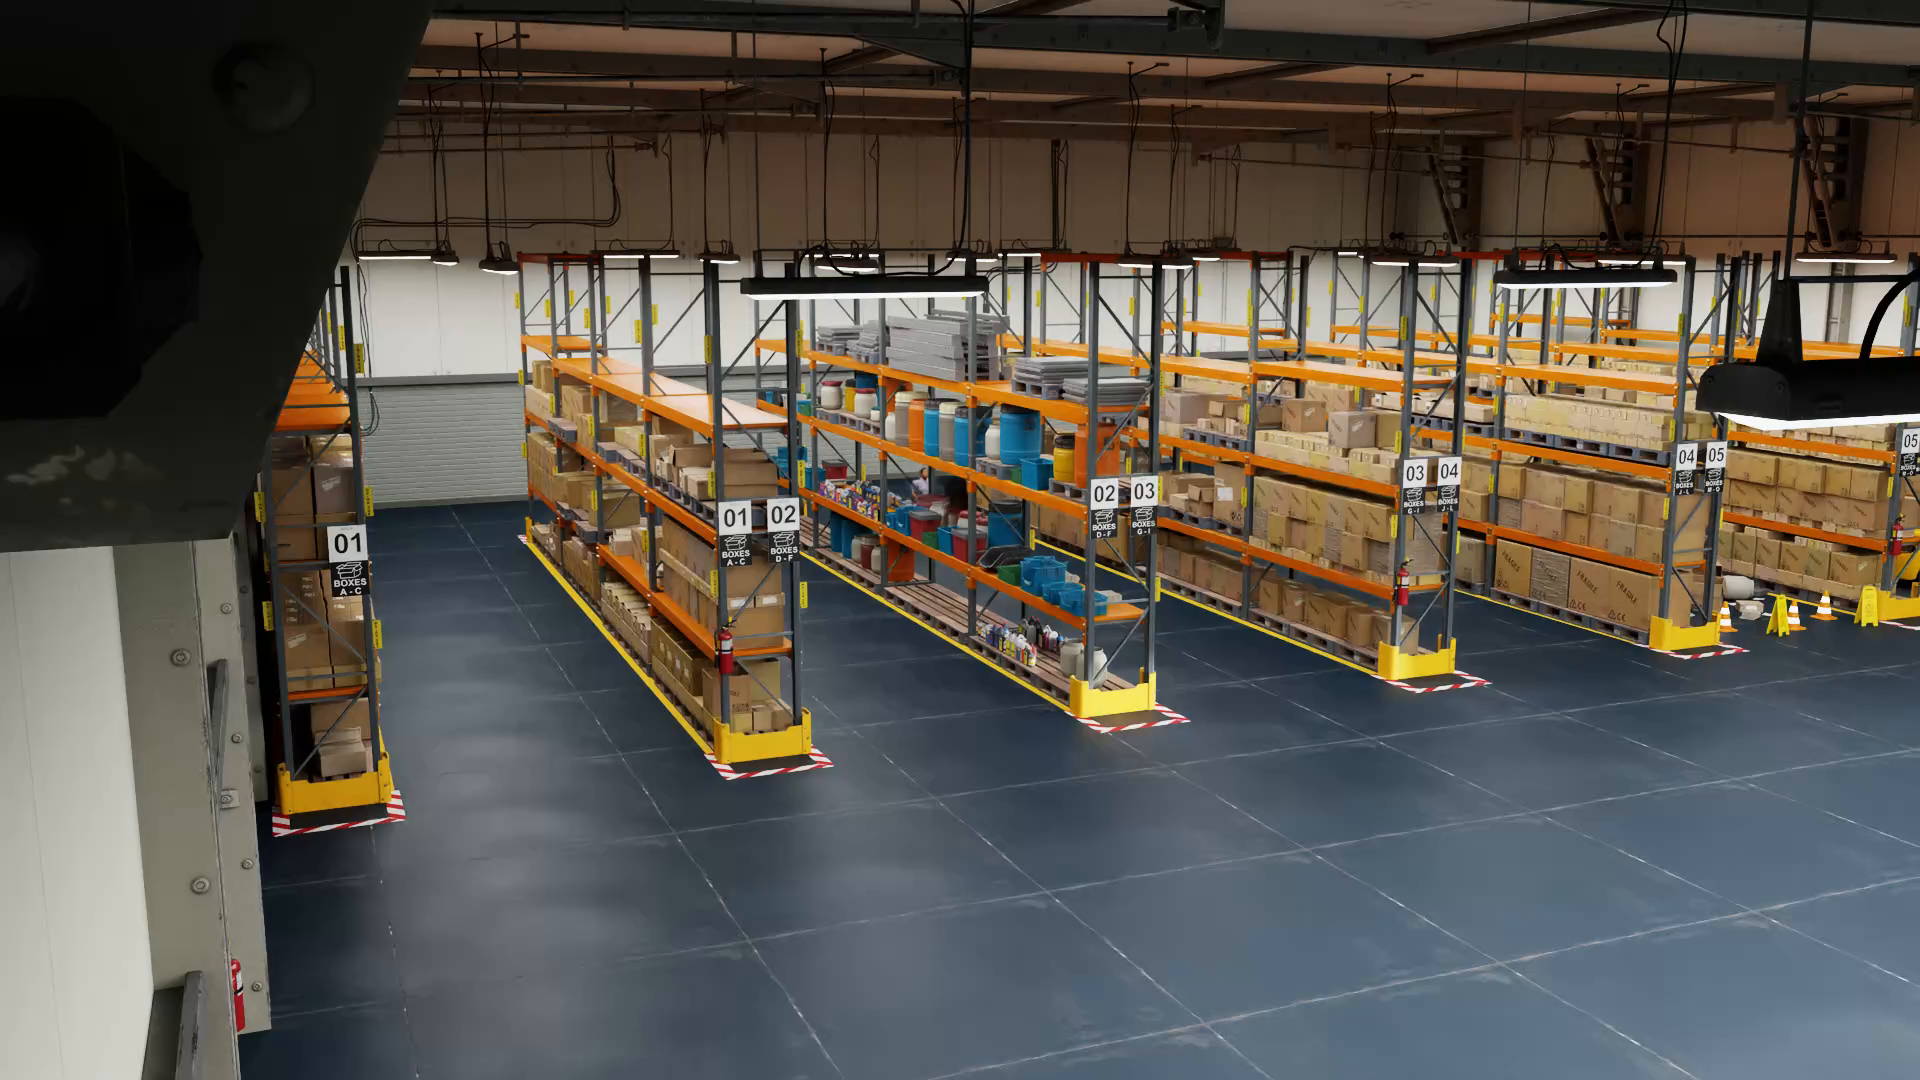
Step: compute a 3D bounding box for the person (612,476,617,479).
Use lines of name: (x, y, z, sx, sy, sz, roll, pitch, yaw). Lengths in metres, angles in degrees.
person: (-7.417, -1.039, 36.019, 0.560, 1.732, 0.824, -10, 14, -44)

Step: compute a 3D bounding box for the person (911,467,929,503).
person: (-0.731, -0.716, 34.568, 0.609, 1.607, 0.553, -7, 12, -32)

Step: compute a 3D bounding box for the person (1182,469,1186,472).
person: (4.417, -0.596, 33.519, 0.684, 1.715, 0.645, -4, 11, -19)
